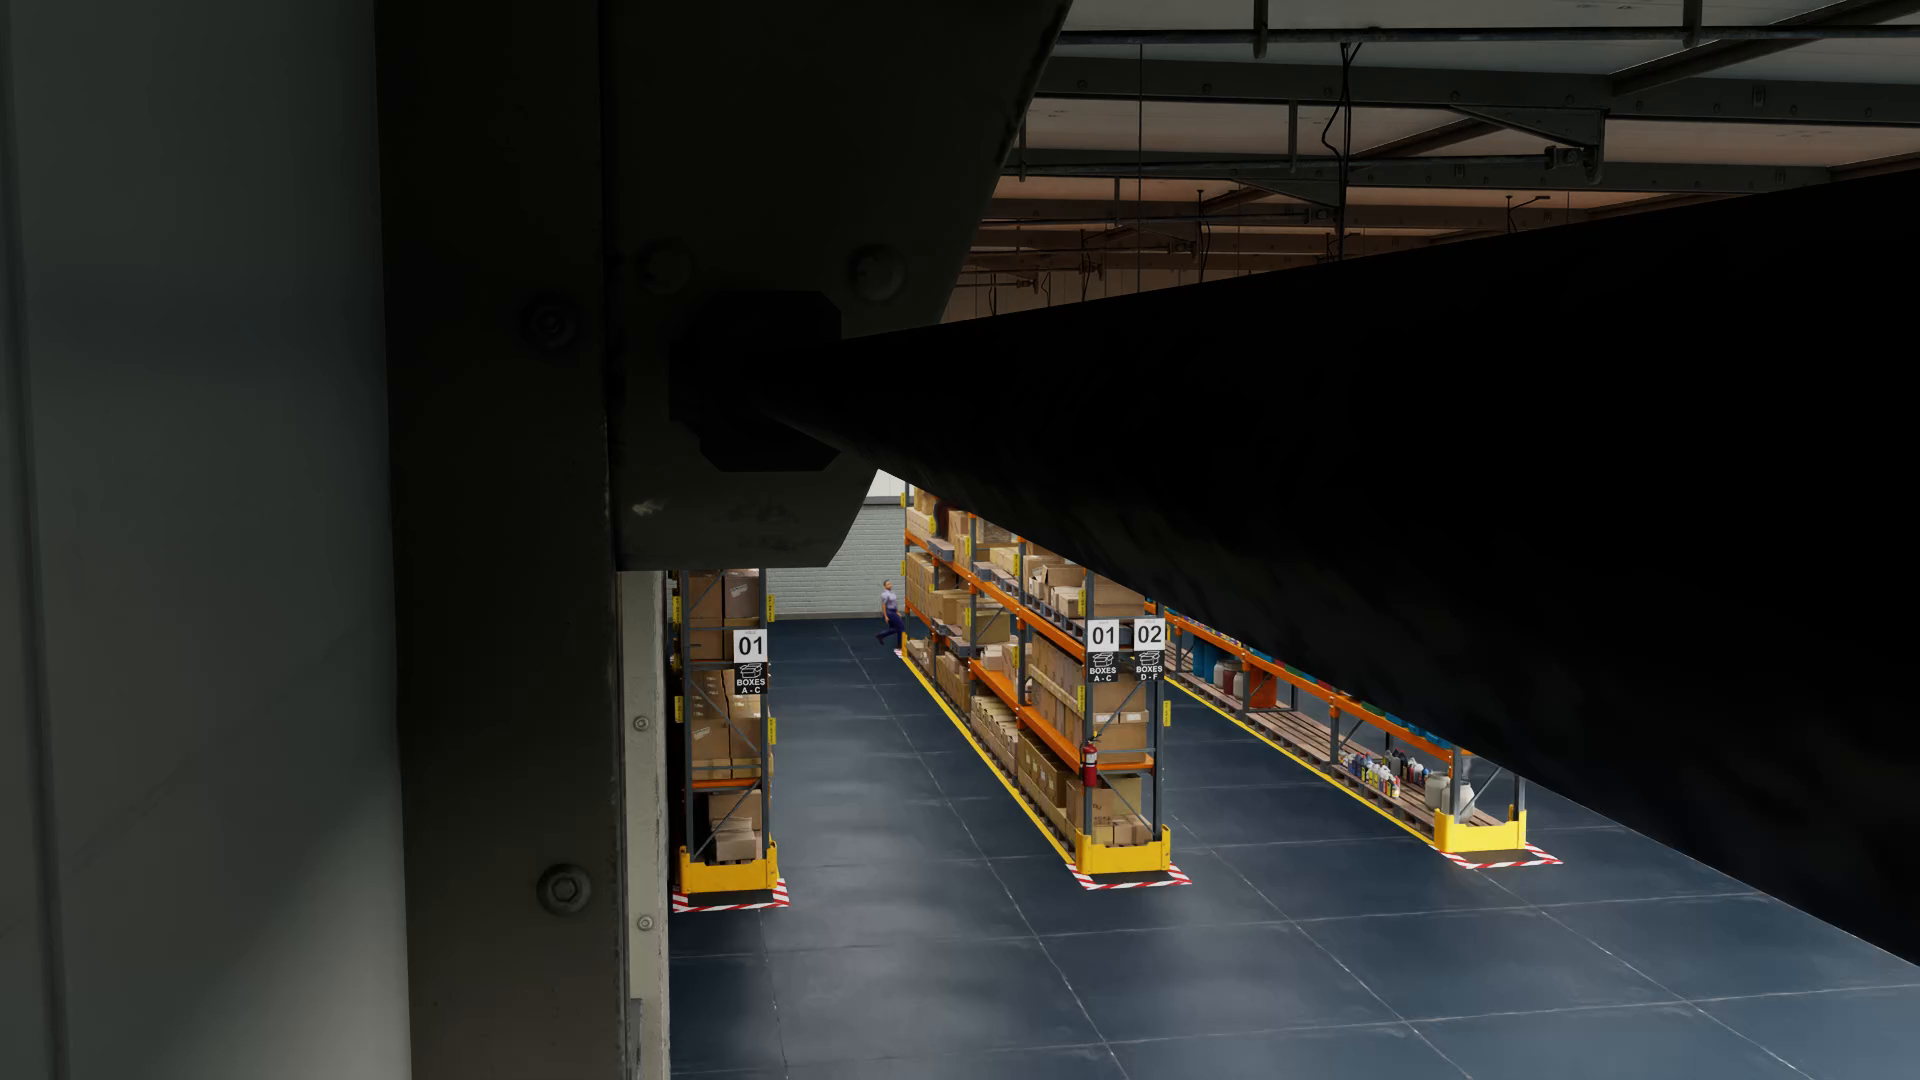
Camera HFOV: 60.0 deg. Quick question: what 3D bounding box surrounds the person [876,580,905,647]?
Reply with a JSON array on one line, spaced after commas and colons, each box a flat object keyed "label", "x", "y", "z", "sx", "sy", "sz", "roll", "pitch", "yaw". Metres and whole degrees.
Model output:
[{"label": "person", "x": -1.527, "y": 1.664, "z": 37.600, "sx": 0.797, "sy": 1.545, "sz": 0.503, "roll": 0, "pitch": 6, "yaw": 2}]

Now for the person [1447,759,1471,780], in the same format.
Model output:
[{"label": "person", "x": 7.754, "y": 2.833, "z": 25.881, "sx": 0.409, "sy": 1.698, "sz": 0.617, "roll": -4, "pitch": 7, "yaw": -32}]
